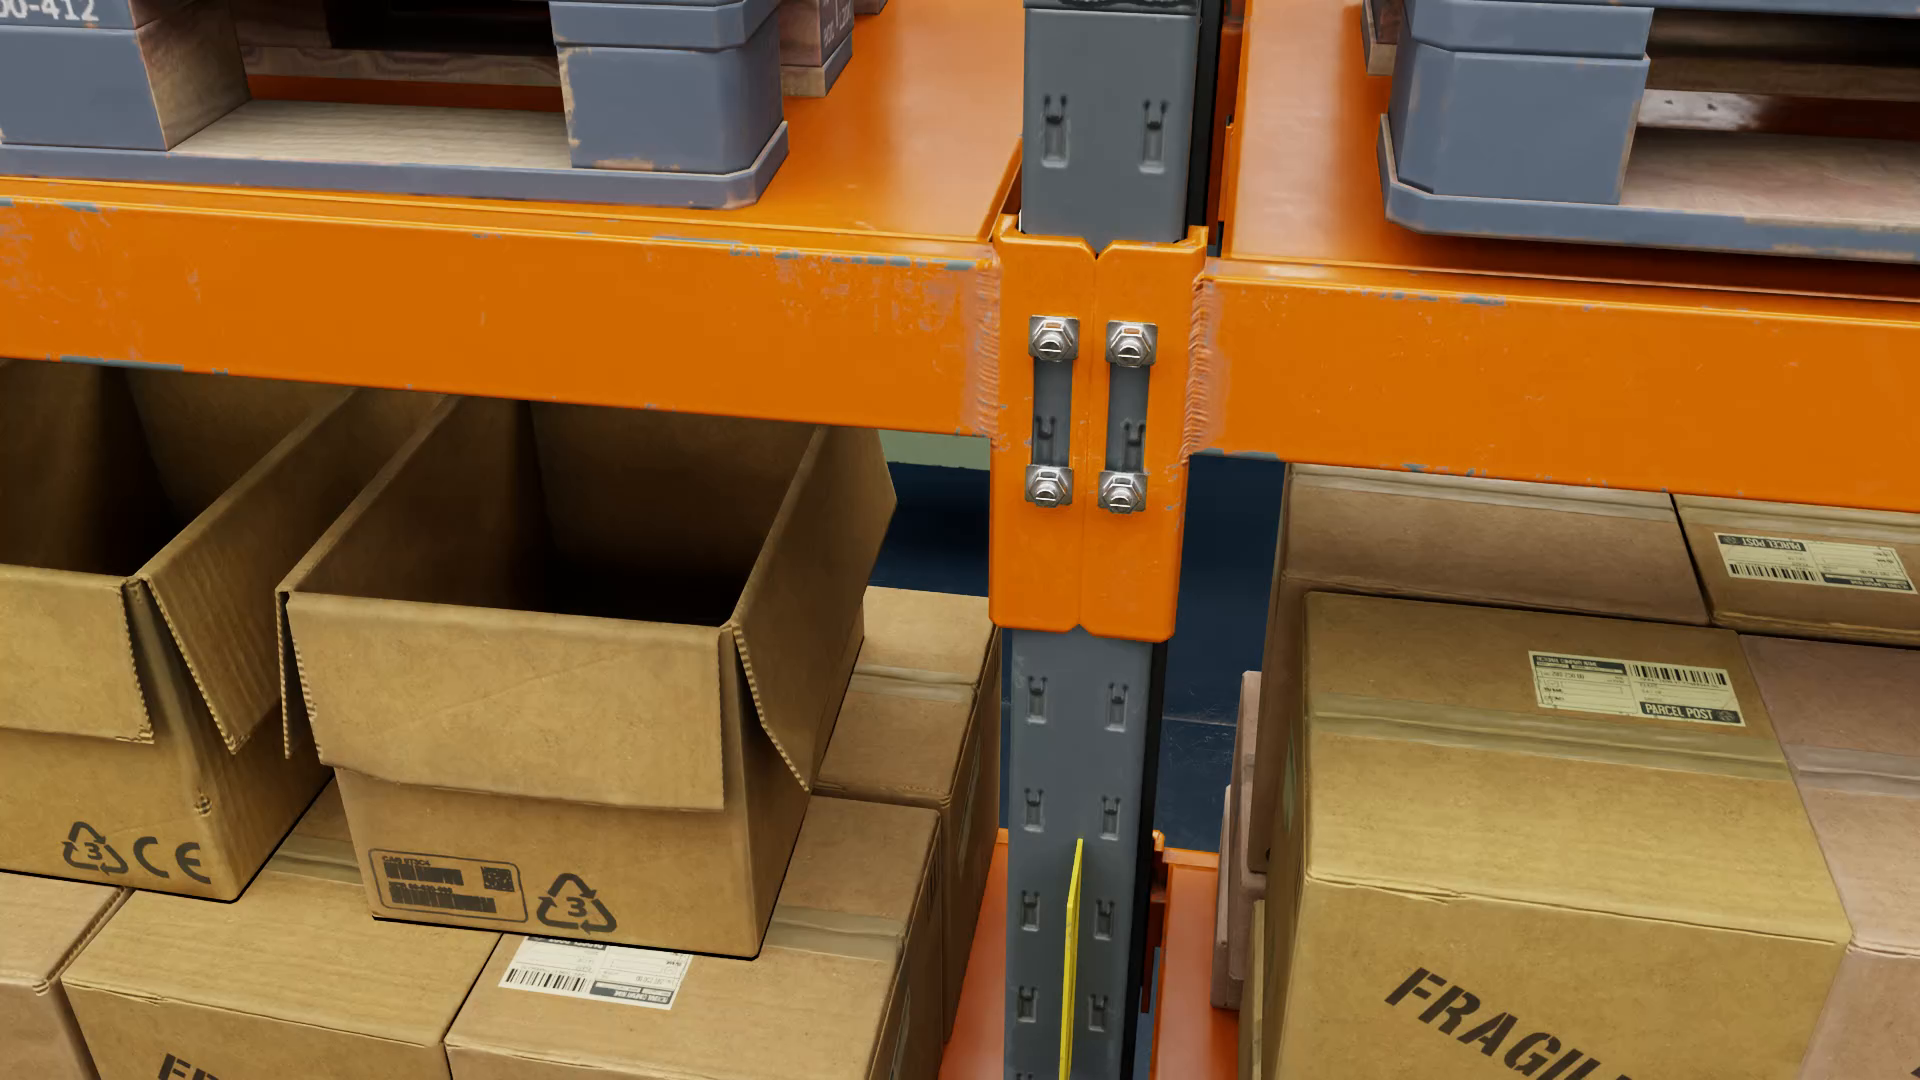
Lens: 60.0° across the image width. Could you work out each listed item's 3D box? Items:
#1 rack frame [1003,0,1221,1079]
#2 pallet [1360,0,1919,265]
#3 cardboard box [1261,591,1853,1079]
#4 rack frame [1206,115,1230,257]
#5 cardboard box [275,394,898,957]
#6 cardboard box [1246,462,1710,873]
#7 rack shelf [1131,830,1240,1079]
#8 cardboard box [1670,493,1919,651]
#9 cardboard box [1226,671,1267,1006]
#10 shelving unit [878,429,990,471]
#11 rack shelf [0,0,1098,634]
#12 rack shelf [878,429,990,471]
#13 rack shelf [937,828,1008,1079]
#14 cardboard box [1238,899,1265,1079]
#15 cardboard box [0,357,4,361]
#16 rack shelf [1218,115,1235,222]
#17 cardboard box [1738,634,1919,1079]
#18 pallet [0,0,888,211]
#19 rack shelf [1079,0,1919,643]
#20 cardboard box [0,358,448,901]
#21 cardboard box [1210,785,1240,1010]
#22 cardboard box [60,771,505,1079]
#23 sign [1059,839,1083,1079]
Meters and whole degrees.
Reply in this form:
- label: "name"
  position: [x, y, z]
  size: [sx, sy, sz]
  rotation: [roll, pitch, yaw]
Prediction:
- label: "rack frame"
  position: [0.193, 0.626, 2.422]
  size: [0.127, 3.000, 1.000]
  rotation: [5, 32, 8]
- label: "pallet"
  position: [0.997, -0.529, 1.525]
  size: [1.213, 0.211, 1.003]
  rotation: [5, 32, 8]
- label: "cardboard box"
  position: [0.622, 0.422, 1.902]
  size: [0.500, 0.500, 0.500]
  rotation: [5, 32, 8]
- label: "rack frame"
  position: [1.026, -1.964, 6.561]
  size: [0.127, 3.000, 1.000]
  rotation: [5, 32, 8]
- label: "cardboard box"
  position: [-0.438, 0.106, 2.214]
  size: [0.637, 0.503, 0.797]
  rotation: [4, 32, 7]
- label: "cardboard box"
  position: [0.691, 0.147, 2.342]
  size: [0.500, 0.500, 0.500]
  rotation: [6, 33, 10]
- label: "rack shelf"
  position: [2.164, 1.110, 2.328]
  size: [4.000, 0.370, 1.077]
  rotation: [5, 32, 8]
- label: "cardboard box"
  position: [1.184, 0.194, 2.267]
  size: [0.500, 0.500, 0.500]
  rotation: [5, 32, 9]
- label: "cardboard box"
  position: [0.672, 0.466, 2.540]
  size: [0.500, 0.250, 0.500]
  rotation: [5, 32, 7]
- label: "shelving unit"
  position: [-0.007, -0.636, 5.853]
  size: [0.755, 1.500, 0.431]
  rotation: [5, 32, 8]
- label: "rack shelf"
  position: [-1.779, -0.519, 2.103]
  size: [4.000, 0.370, 1.077]
  rotation: [5, 32, 8]
- label: "rack shelf"
  position: [-0.007, -0.360, 6.026]
  size: [0.720, 0.370, 0.431]
  rotation: [5, 32, 8]
- label: "rack shelf"
  position: [-1.779, 0.753, 2.899]
  size: [4.000, 0.370, 1.077]
  rotation: [5, 32, 8]
- label: "cardboard box"
  position: [0.612, 0.743, 2.097]
  size: [0.500, 0.250, 0.500]
  rotation: [5, 32, 7]
- label: "cardboard box"
  position: [-1.728, -0.009, 2.397]
  size: [0.637, 0.503, 0.797]
  rotation: [6, 33, 10]
- label: "rack shelf"
  position: [2.997, -1.481, 6.467]
  size: [4.000, 0.370, 1.077]
  rotation: [5, 32, 8]
- label: "cardboard box"
  position: [1.106, 0.470, 1.826]
  size: [0.500, 0.500, 0.500]
  rotation: [5, 32, 8]
- label: "pallet"
  position: [-0.719, -0.620, 1.767]
  size: [1.217, 0.209, 0.805]
  rotation: [4, 32, 6]
- label: "rack shelf"
  position: [2.164, -0.162, 1.532]
  size: [4.000, 0.370, 1.077]
  rotation: [5, 32, 8]
- label: "cardboard box"
  position: [-1.113, 0.039, 2.322]
  size: [0.637, 0.503, 0.797]
  rotation: [6, 32, 9]
- label: "cardboard box"
  position: [0.548, 0.589, 2.719]
  size: [0.250, 0.149, 0.380]
  rotation: [5, 32, 8]
- label: "cardboard box"
  position: [-0.801, 0.637, 2.311]
  size: [0.500, 0.500, 0.500]
  rotation: [6, 33, 10]
- label: "sign"
  position: [0.111, 0.454, 1.681]
  size: [0.005, 0.325, 0.100]
  rotation: [5, 32, 8]
